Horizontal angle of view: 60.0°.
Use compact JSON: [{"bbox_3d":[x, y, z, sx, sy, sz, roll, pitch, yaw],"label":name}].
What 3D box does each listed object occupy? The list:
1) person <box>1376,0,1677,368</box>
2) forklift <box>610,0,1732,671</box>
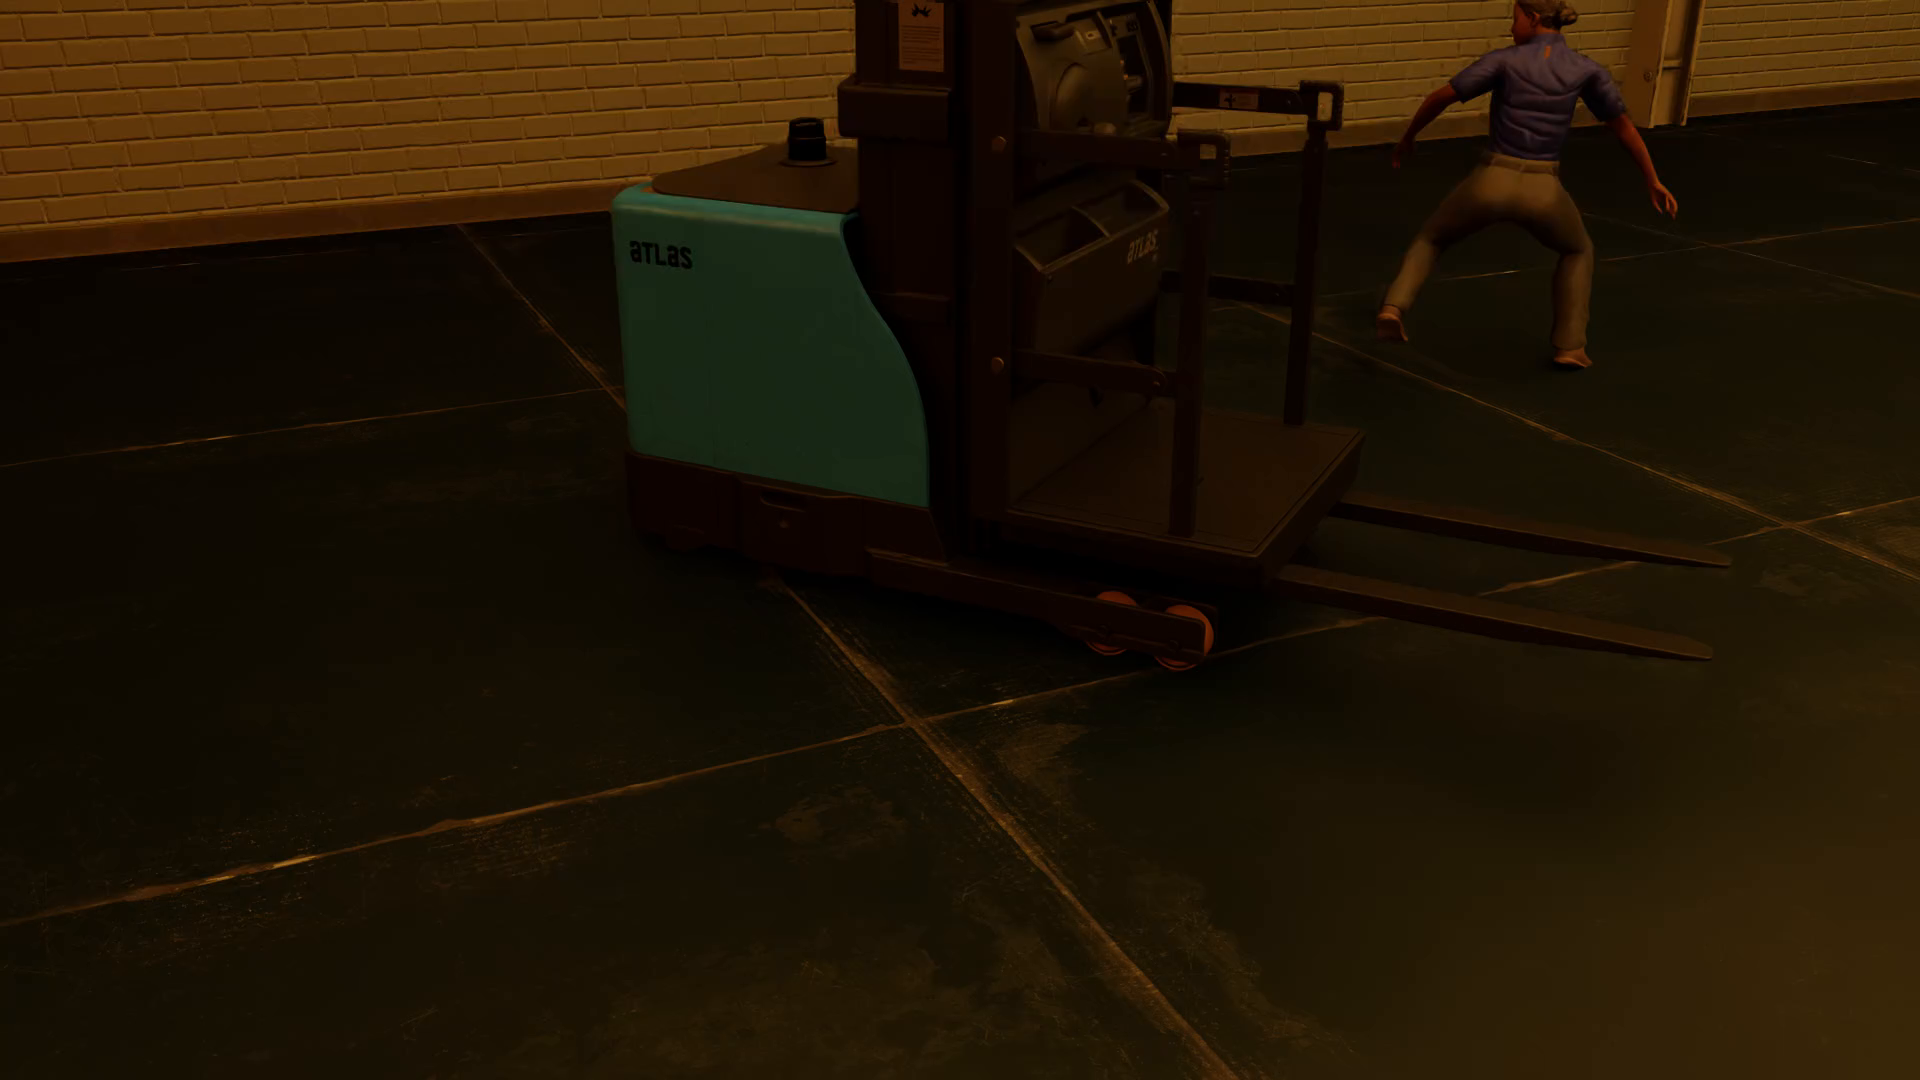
[{"bbox_3d":[2.241,-1.367,6.560,1.079,1.530,0.480,5,23,12],"label":"person"},{"bbox_3d":[0.546,-1.249,4.292,3.031,2.935,1.130,11,25,25],"label":"forklift"}]
